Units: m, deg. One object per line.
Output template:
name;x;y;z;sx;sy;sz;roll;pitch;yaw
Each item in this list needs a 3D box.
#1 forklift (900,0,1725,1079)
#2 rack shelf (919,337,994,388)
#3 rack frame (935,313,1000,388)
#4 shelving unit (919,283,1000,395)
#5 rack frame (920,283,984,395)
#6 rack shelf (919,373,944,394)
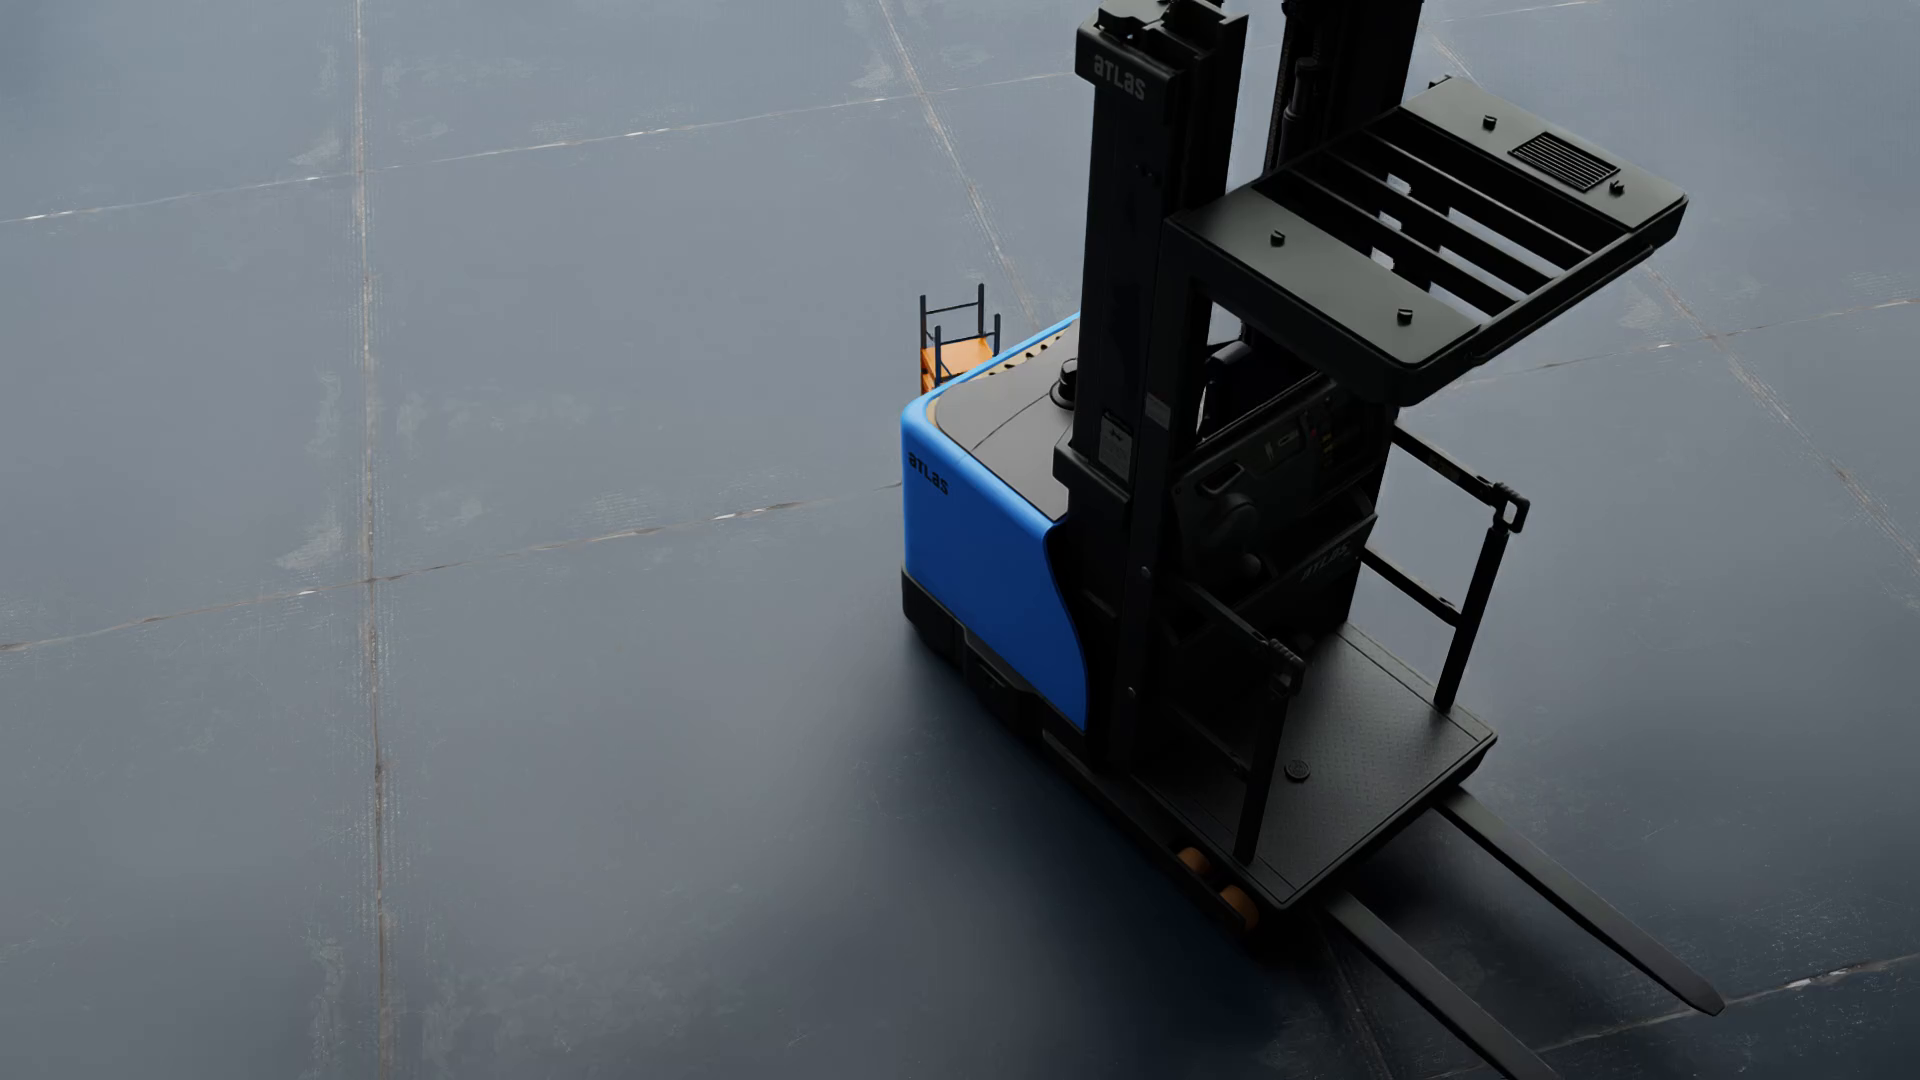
forklift;1.105;-0.137;4.832;1.130;2.935;3.031;-31;53;-27
rack shelf;-0.001;-0.635;6.090;0.258;0.103;0.180;-13;47;-12
rack frame;0.027;-0.352;6.255;0.240;1.200;0.006;-13;47;-12
shelving unit;-0.001;-0.414;6.316;0.258;1.200;0.189;-13;47;-12
rack frame;-0.028;-0.477;6.377;0.240;1.200;0.006;-13;47;-12
rack shelf;-0.001;-0.551;6.176;0.258;0.103;0.180;-13;47;-12
